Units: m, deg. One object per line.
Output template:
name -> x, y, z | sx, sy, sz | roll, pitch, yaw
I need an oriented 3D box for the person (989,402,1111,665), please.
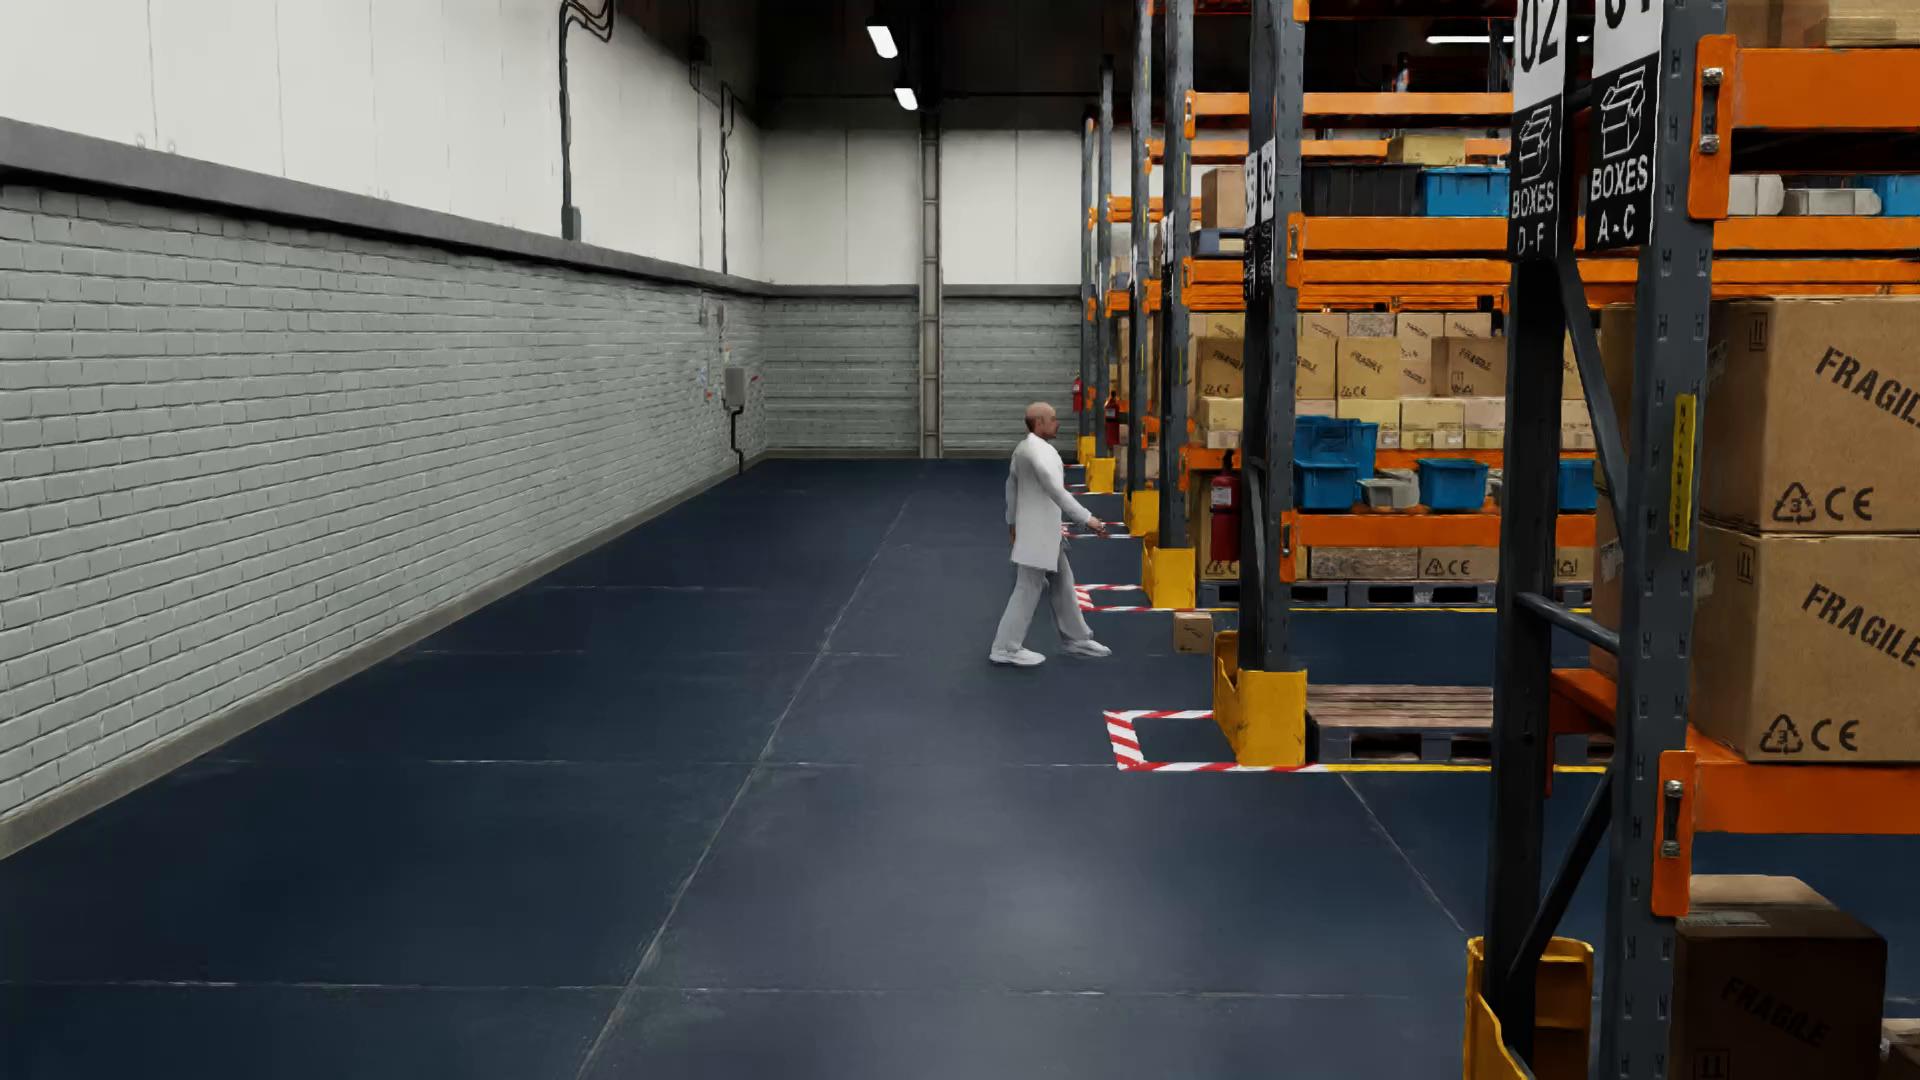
person -> 0.625, -0.052, 11.352 | 0.913, 1.772, 0.777 | -1, 7, -12
